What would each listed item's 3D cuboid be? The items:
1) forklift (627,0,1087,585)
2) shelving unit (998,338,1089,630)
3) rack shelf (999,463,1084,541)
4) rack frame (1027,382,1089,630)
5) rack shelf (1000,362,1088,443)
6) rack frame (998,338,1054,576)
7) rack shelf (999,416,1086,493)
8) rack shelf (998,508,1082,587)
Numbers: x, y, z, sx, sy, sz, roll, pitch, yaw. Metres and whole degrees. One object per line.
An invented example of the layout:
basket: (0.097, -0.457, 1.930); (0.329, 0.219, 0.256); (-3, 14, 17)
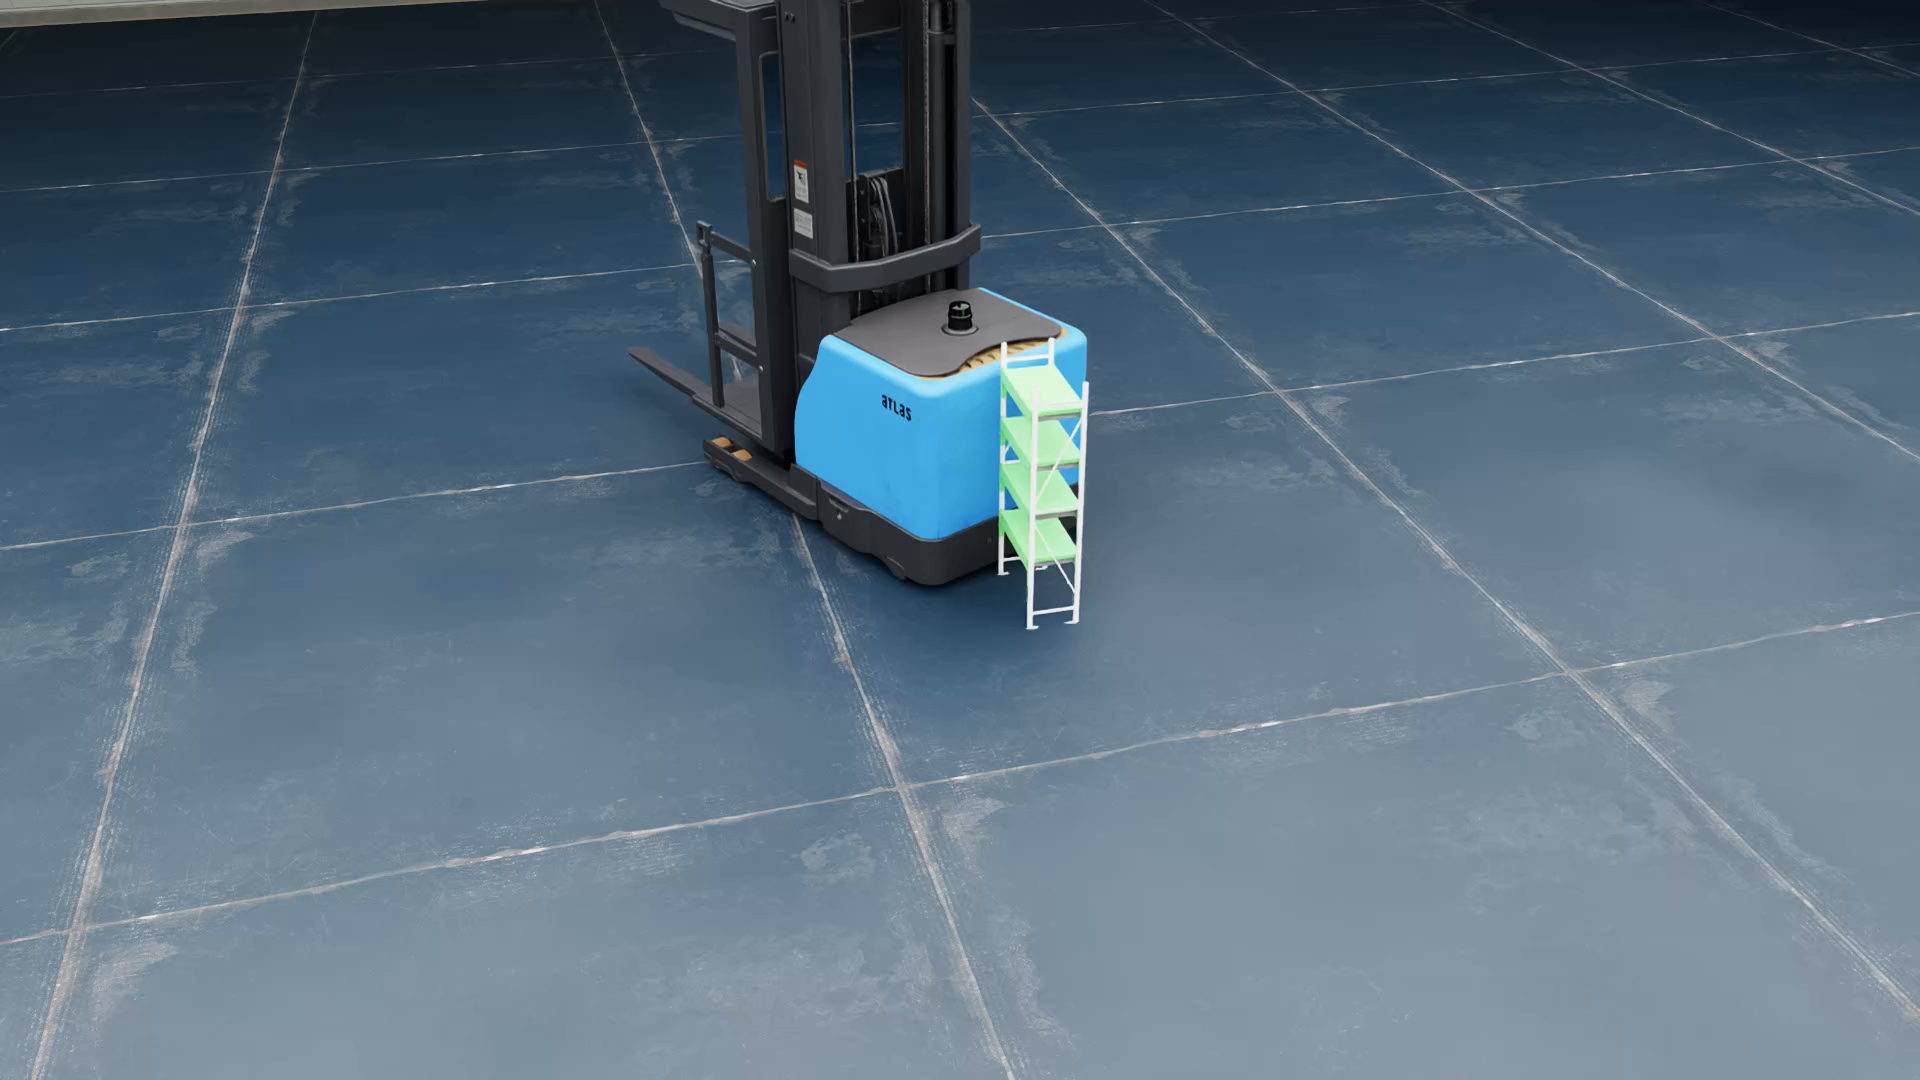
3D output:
forklift: (-0.720, -1.722, 8.299); (1.130, 2.935, 3.031); (-23, 37, -34)
shelving unit: (0.362, -0.246, 7.478); (0.258, 1.200, 0.503); (-7, 31, -12)
rack shelf: (0.362, -0.191, 7.510); (0.258, 0.148, 0.480); (-7, 31, -12)
rack frame: (0.423, -0.128, 7.273); (0.240, 1.200, 0.015); (-7, 31, -12)
rack shelf: (0.362, -0.607, 7.270); (0.258, 0.148, 0.480); (-7, 31, -12)
rack frame: (0.302, -0.365, 7.683); (0.240, 1.200, 0.015); (-7, 31, -12)
rack shelf: (0.362, -0.399, 7.390); (0.258, 0.148, 0.480); (-7, 31, -12)
rack shelf: (0.362, 0.017, 7.630); (0.258, 0.148, 0.480); (-7, 31, -12)
